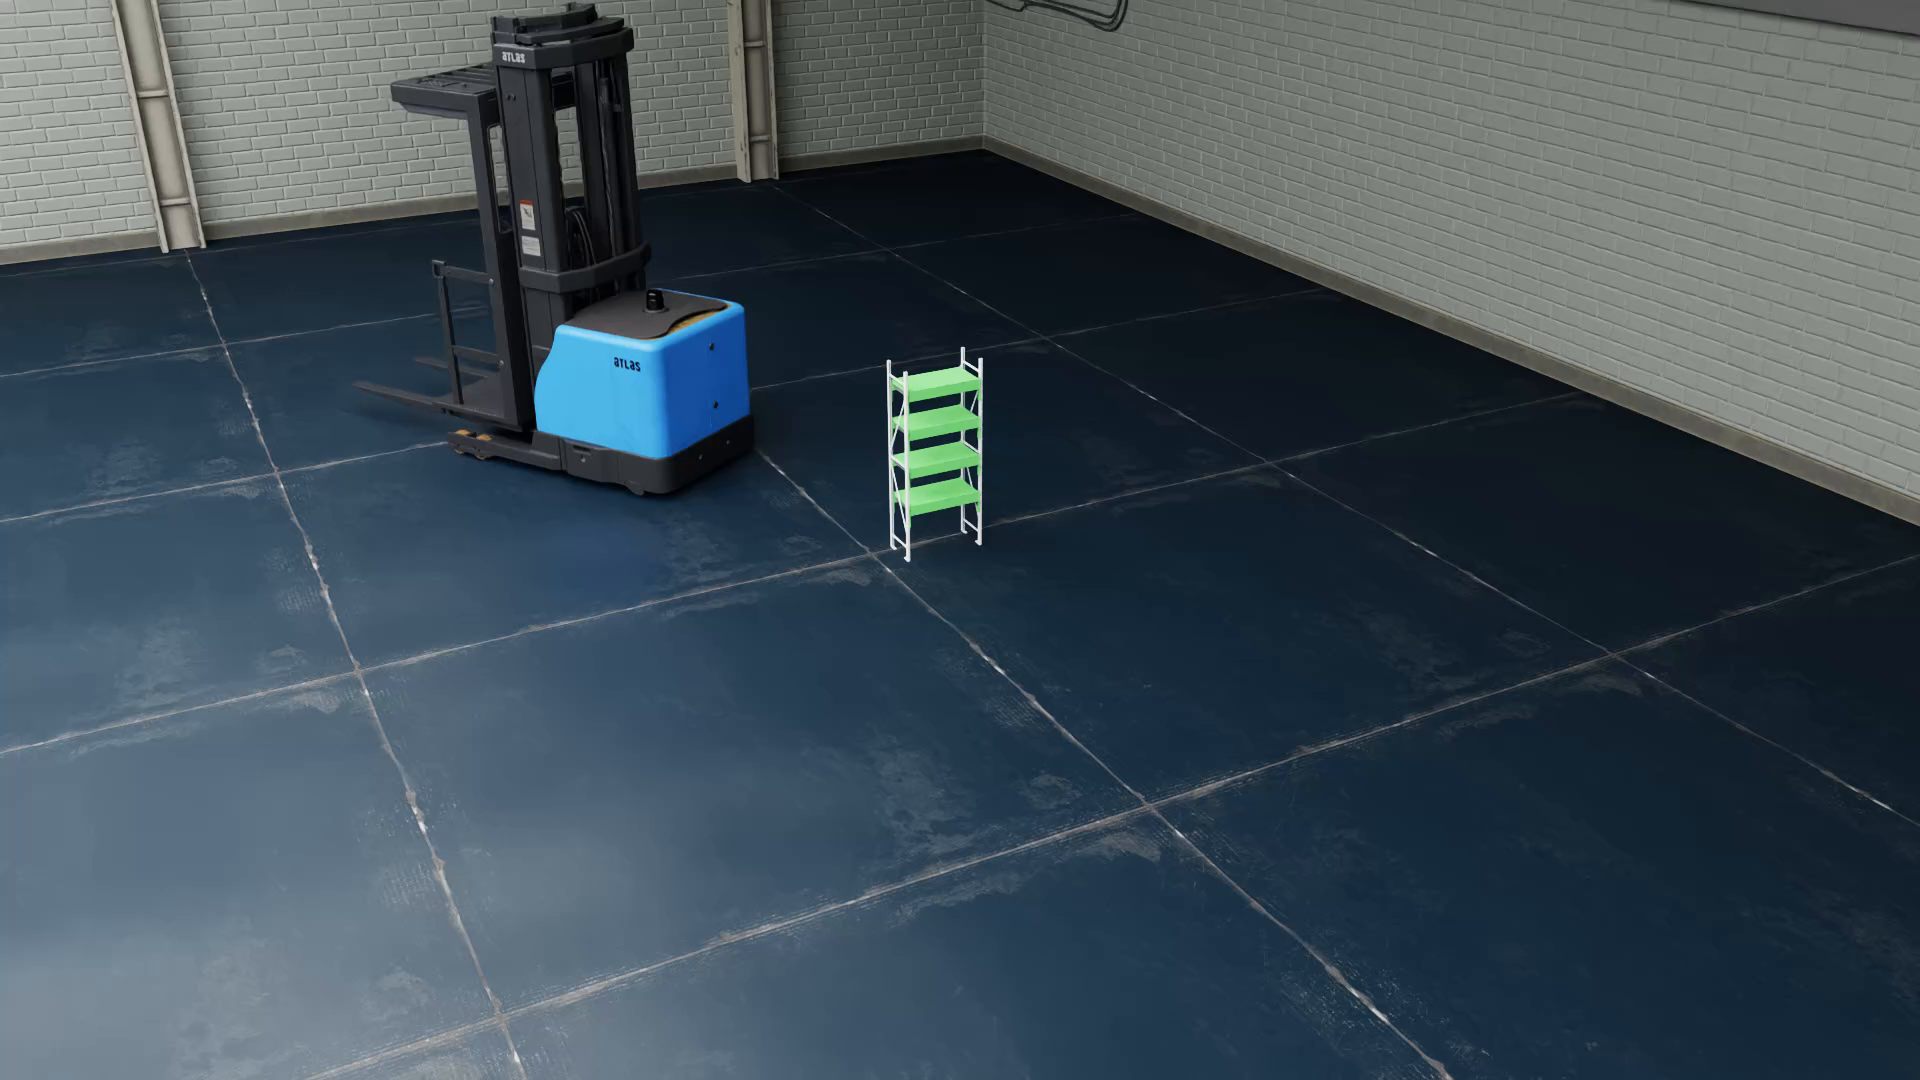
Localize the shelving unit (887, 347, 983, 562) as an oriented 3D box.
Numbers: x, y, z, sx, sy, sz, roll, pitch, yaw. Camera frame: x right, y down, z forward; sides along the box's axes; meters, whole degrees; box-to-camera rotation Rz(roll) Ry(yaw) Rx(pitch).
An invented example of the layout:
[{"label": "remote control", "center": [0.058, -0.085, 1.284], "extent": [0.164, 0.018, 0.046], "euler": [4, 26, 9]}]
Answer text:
[{"label": "shelving unit", "center": [-0.146, -0.507, 9.920], "extent": [0.503, 1.200, 0.258], "euler": [-13, 29, -25]}]

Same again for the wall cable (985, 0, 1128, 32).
[{"label": "wall cable", "center": [0.943, -6.837, 17.681], "extent": [0.112, 2.526, 3.097], "euler": [-13, 29, -25]}]

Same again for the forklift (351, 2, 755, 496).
[{"label": "forklift", "center": [-2.950, -2.058, 11.149], "extent": [3.031, 2.935, 1.130], "euler": [14, 29, 26]}]

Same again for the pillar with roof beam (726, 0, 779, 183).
[{"label": "pillar with roof beam", "center": [-0.253, -6.498, 13.387], "extent": [0.400, 9.000, 9.100], "euler": [-13, 29, -25]}]

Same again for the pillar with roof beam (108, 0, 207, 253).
[{"label": "pillar with roof beam", "center": [-5.547, -5.276, 10.842], "extent": [0.400, 9.000, 9.100], "euler": [-13, 29, -25]}]

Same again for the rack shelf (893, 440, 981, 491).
[{"label": "rack shelf", "center": [-0.146, -0.450, 9.948], "extent": [0.480, 0.148, 0.258], "euler": [-13, 29, -25]}]

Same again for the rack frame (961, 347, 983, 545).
[{"label": "rack frame", "center": [0.069, -0.557, 10.024], "extent": [0.015, 1.200, 0.240], "euler": [-13, 29, -25]}]

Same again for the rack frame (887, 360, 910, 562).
[{"label": "rack frame", "center": [-0.361, -0.457, 9.817], "extent": [0.015, 1.200, 0.240], "euler": [-13, 29, -25]}]

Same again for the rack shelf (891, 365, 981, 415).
[{"label": "rack shelf", "center": [-0.146, -0.882, 9.740], "extent": [0.480, 0.148, 0.258], "euler": [-13, 29, -25]}]

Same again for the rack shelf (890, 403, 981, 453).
[{"label": "rack shelf", "center": [-0.146, -0.666, 9.844], "extent": [0.480, 0.148, 0.258], "euler": [-13, 29, -25]}]

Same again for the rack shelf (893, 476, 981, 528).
[{"label": "rack shelf", "center": [-0.146, -0.233, 10.052], "extent": [0.480, 0.148, 0.258], "euler": [-13, 29, -25]}]
